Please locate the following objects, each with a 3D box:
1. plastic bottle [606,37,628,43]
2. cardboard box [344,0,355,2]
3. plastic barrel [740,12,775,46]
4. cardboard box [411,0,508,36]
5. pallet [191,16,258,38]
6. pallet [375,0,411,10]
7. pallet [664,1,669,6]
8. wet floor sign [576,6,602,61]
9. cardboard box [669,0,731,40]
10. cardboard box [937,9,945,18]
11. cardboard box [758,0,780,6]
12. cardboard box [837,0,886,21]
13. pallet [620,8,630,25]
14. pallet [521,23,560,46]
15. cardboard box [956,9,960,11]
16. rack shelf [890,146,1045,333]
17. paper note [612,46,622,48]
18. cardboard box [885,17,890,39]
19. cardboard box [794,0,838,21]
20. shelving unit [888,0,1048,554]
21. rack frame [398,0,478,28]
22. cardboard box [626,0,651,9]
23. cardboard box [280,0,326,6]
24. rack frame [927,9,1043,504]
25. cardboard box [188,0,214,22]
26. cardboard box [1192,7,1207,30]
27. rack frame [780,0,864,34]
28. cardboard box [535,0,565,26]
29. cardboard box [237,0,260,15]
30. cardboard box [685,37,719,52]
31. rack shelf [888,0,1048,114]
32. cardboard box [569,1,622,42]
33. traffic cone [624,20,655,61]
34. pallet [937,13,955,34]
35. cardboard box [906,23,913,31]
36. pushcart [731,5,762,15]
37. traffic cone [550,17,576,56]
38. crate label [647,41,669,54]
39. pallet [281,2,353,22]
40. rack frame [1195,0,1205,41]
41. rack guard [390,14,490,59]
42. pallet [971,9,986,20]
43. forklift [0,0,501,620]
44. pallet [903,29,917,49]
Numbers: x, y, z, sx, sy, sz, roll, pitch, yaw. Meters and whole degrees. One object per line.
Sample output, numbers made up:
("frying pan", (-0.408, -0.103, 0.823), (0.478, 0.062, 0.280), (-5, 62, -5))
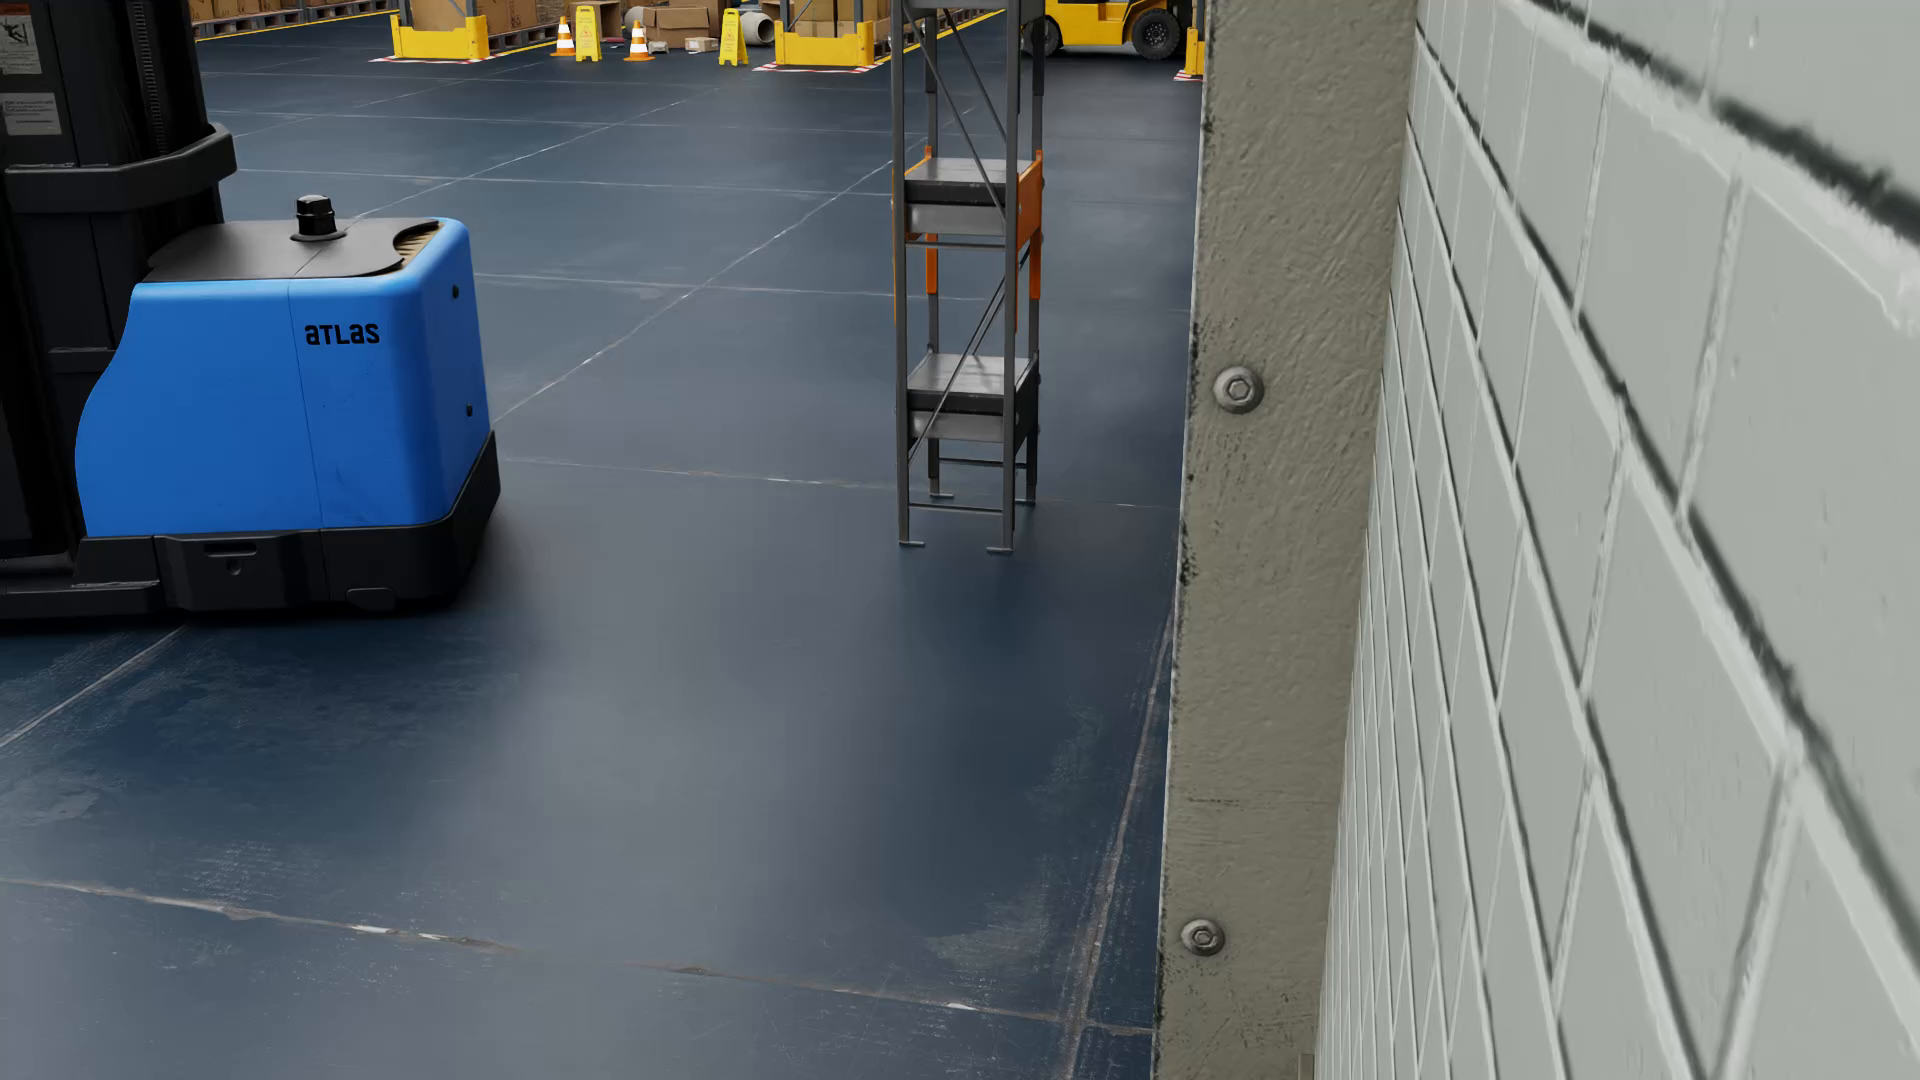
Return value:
("plastic bottle", (-4.682, -6.830, 22.719), (0.283, 0.061, 0.133), (-3, 22, -8))
("cardboard box", (-10.167, -9.020, 26.981), (0.700, 0.500, 0.500), (3, 22, 6))
("plastic barrel", (-2.718, -6.832, 22.240), (0.421, 0.421, 0.512), (-16, 27, -35))
("cardboard box", (-6.450, -6.959, 21.388), (0.875, 0.875, 0.875), (5, 22, 11))
("pallet", (-10.892, -7.386, 23.898), (1.003, 0.211, 1.213), (4, 22, 11))
("pallet", (-9.888, -9.259, 28.549), (1.003, 0.211, 1.213), (4, 22, 11))
("pallet", (-5.126, -8.847, 27.526), (1.003, 0.211, 1.213), (4, 22, 11))
("wet floor sign", (-4.592, -6.243, 20.480), (0.267, 0.644, 0.232), (1, 22, 2))
("cardboard box", (-3.595, -7.240, 22.963), (0.797, 0.637, 0.503), (4, 22, 11))
("cardboard box", (-0.737, -7.787, 24.118), (0.950, 0.372, 0.625), (5, 22, 12))
("cardboard box", (-2.590, -7.936, 23.864), (0.500, 0.500, 0.500), (4, 22, 11))
("cardboard box", (-1.218, -6.706, 20.593), (0.500, 0.500, 0.500), (4, 22, 9))
("pallet", (-5.624, -7.954, 25.310), (1.003, 0.211, 1.213), (4, 22, 11))
("pallet", (-6.186, -6.947, 22.808), (1.003, 0.211, 1.213), (4, 22, 11))
("cardboard box", (-0.453, -8.305, 25.403), (0.950, 0.372, 0.625), (5, 23, 13))
("rack shelf", (0.034, -1.022, 5.605), (0.431, 0.518, 0.480), (4, 22, 11))
("paper note", (-4.551, -6.548, 22.061), (0.144, 0.017, 0.142), (13, 25, 29))
("cardboard box", (-1.111, -6.536, 21.174), (0.500, 0.250, 0.500), (5, 23, 13))
("cardboard box", (-1.749, -6.737, 20.669), (0.500, 0.500, 0.500), (5, 22, 11))
("shelving unit", (0.034, -1.035, 5.600), (0.431, 2.100, 0.503), (4, 22, 11))
("rack frame", (-6.524, -7.497, 20.442), (1.000, 3.000, 0.127), (4, 22, 11))
("cardboard box", (-5.469, -8.697, 25.872), (1.050, 0.750, 0.750), (4, 22, 11))
("cardboard box", (-10.397, -8.642, 26.043), (0.700, 0.500, 0.500), (3, 22, 7))
("rack frame", (0.084, -1.124, 5.822), (0.400, 2.100, 0.015), (4, 22, 11))
("cardboard box", (-10.981, -7.623, 23.539), (0.500, 0.500, 0.500), (7, 23, 16))
("cardboard box", (2.996, -6.133, 19.503), (0.500, 0.250, 0.500), (4, 22, 10))
("rack frame", (-1.658, -7.157, 19.597), (1.000, 3.000, 0.127), (4, 22, 11))
("cardboard box", (-6.085, -7.614, 23.015), (0.875, 0.875, 0.875), (5, 22, 11))
("cardboard box", (-10.773, -8.057, 24.616), (0.500, 0.500, 0.500), (12, 25, 28))
("cardboard box", (-3.368, -6.467, 21.701), (0.380, 0.149, 0.250), (18, 28, 38))
("rack shelf", (0.034, -1.671, 5.344), (0.431, 0.518, 0.480), (4, 22, 11))
("cardboard box", (-5.020, -7.156, 22.937), (0.500, 0.500, 0.500), (8, 23, 20))
("traffic cone", (-3.989, -6.196, 20.606), (0.336, 0.463, 0.334), (4, 22, 11))
("pallet", (-0.684, -7.611, 24.457), (1.003, 0.211, 1.213), (4, 22, 11))
("cardboard box", (-0.906, -6.921, 22.130), (0.500, 0.250, 0.500), (5, 22, 12))
("pushcart", (-3.084, -7.559, 24.105), (1.648, 0.377, 0.936), (-3, 22, -8))
("traffic cone", (-5.026, -6.406, 21.129), (0.336, 0.463, 0.334), (4, 22, 11))
("crate label", (-3.889, -6.337, 21.393), (0.250, 0.136, 0.298), (-7, 23, -17))
("pallet", (-10.385, -8.366, 26.333), (1.003, 0.211, 1.213), (4, 22, 11))
("rack frame", (3.202, -6.780, 18.660), (1.000, 3.000, 0.127), (4, 22, 11))
("rack guard", (-6.529, -6.329, 20.887), (1.175, 0.500, 0.348), (4, 22, 11))
("pallet", (-0.186, -8.503, 26.673), (1.003, 0.211, 1.213), (4, 22, 11))
("forklift", (-3.142, -1.251, 5.026), (3.031, 2.935, 1.130), (-2, 22, -6))
("pallet", (-1.191, -6.630, 22.022), (1.003, 0.211, 1.213), (4, 22, 11))
